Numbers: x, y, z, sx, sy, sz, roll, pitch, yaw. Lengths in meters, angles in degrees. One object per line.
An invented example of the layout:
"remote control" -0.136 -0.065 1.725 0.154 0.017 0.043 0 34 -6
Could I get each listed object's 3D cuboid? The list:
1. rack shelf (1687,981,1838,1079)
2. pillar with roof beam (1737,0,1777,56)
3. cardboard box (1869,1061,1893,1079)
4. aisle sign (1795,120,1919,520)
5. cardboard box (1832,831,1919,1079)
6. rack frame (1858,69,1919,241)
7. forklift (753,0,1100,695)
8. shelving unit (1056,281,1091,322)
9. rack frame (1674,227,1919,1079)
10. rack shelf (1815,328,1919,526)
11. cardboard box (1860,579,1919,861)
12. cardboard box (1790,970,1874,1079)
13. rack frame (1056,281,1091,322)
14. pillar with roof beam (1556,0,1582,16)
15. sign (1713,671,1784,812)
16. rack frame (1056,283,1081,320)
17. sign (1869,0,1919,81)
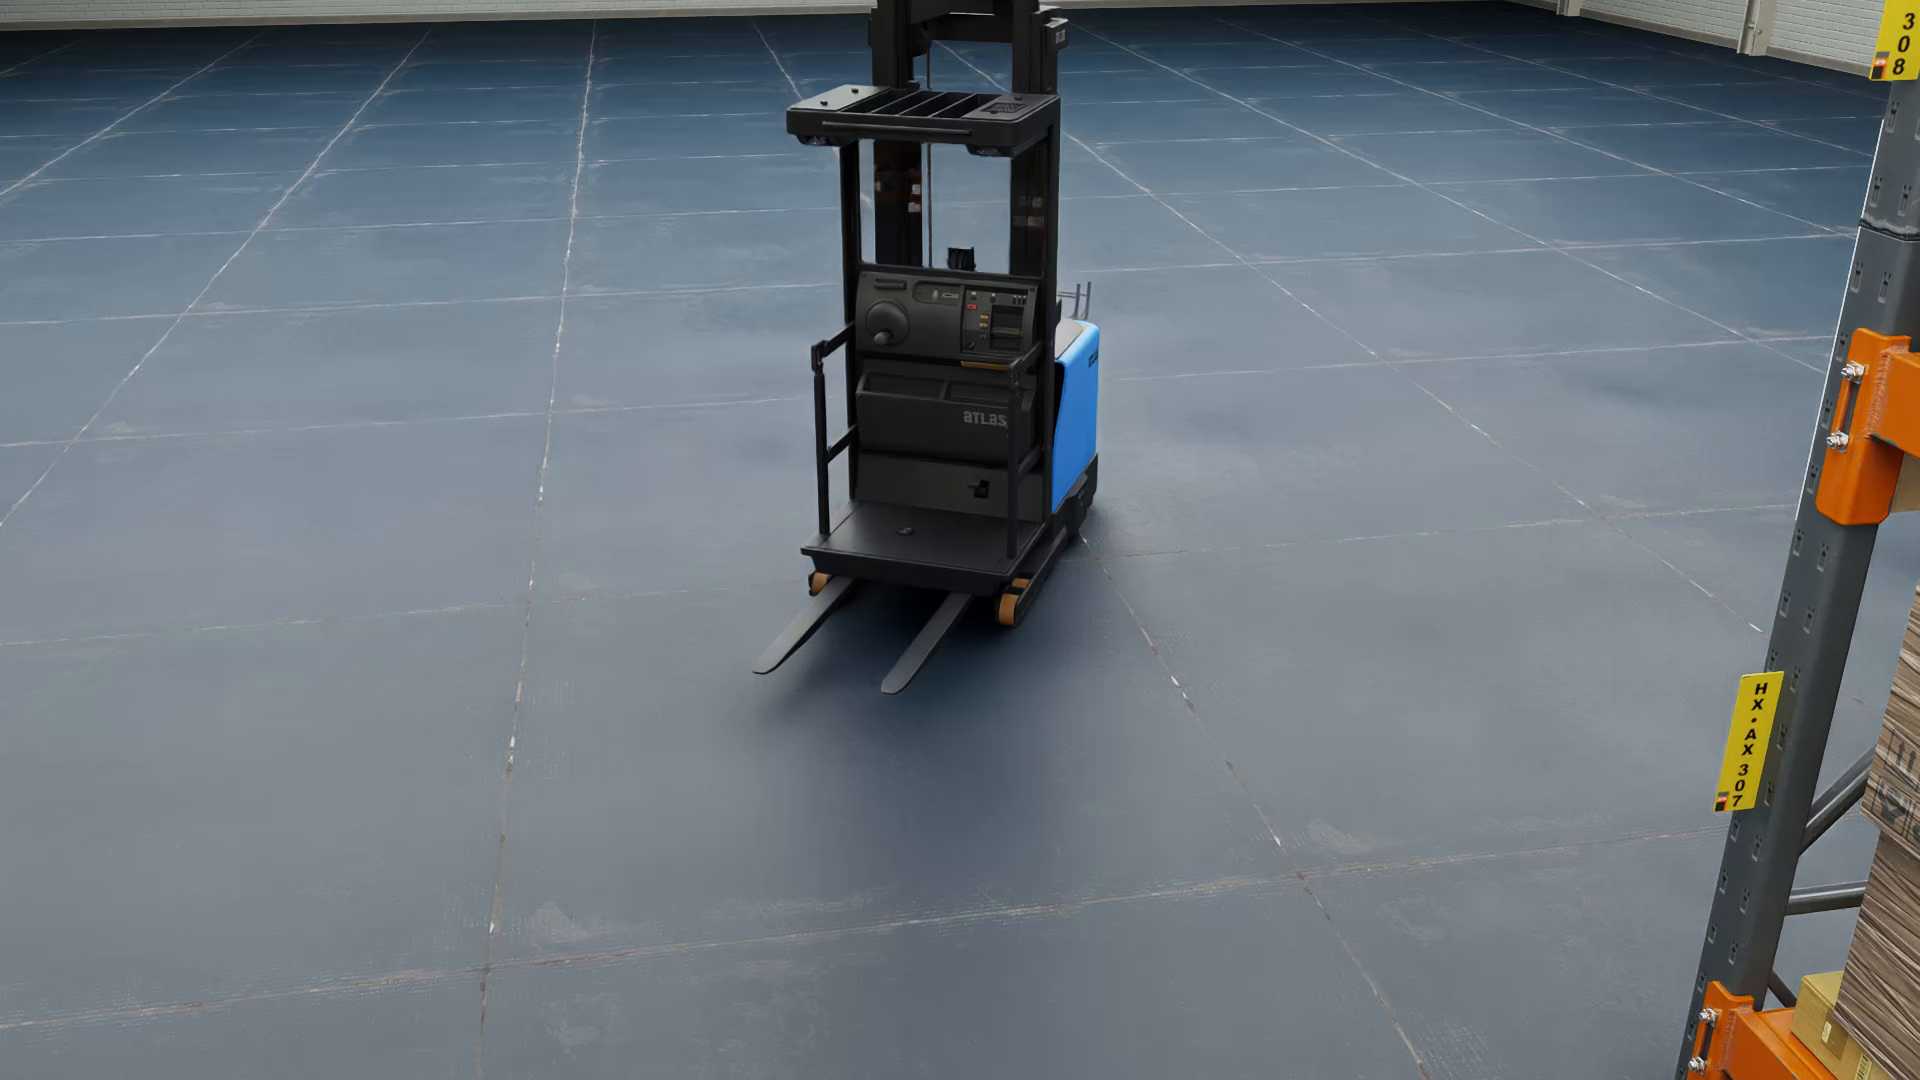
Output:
"rack shelf" 2.544 1.894 2.064 1.077 0.370 4.000 -4 24 -10
"pillar with roof beam" 9.089 -11.981 25.440 9.100 9.000 0.400 -4 24 -10
"cardboard box" 2.020 1.123 3.246 0.380 0.149 0.250 -4 24 -10
"aisle sign" 1.868 -0.416 3.206 0.394 0.787 0.004 -4 24 -10
"cardboard box" 2.249 0.814 3.142 0.875 0.500 0.500 -4 24 -10
"rack frame" 2.174 -1.971 2.520 1.000 3.000 0.127 -4 24 -10
"forklift" -0.136 -1.091 8.087 1.130 2.935 3.031 7 25 16
"shelving unit" 0.582 -0.938 9.880 0.258 1.200 0.189 10 16 22
"rack frame" 2.174 0.778 3.721 1.000 3.000 0.127 -4 24 -10
"rack shelf" 2.544 0.520 1.464 1.077 0.370 4.000 -4 24 -10
"cardboard box" 2.008 0.374 2.900 0.500 0.500 0.500 -4 24 -10
"cardboard box" 1.992 1.023 3.474 0.380 0.149 0.250 -4 24 -10
"rack frame" 0.619 -0.957 9.962 0.240 1.200 0.006 10 16 22
"pillar with roof beam" 7.979 -14.341 30.843 9.100 9.000 0.400 -4 24 -10
"sign" 1.641 0.421 3.456 0.100 0.325 0.005 -4 24 -10
"rack frame" 0.544 -0.920 9.799 0.240 1.200 0.006 10 16 22
"sign" 1.641 -0.957 2.854 0.100 0.325 0.005 -4 24 -10
